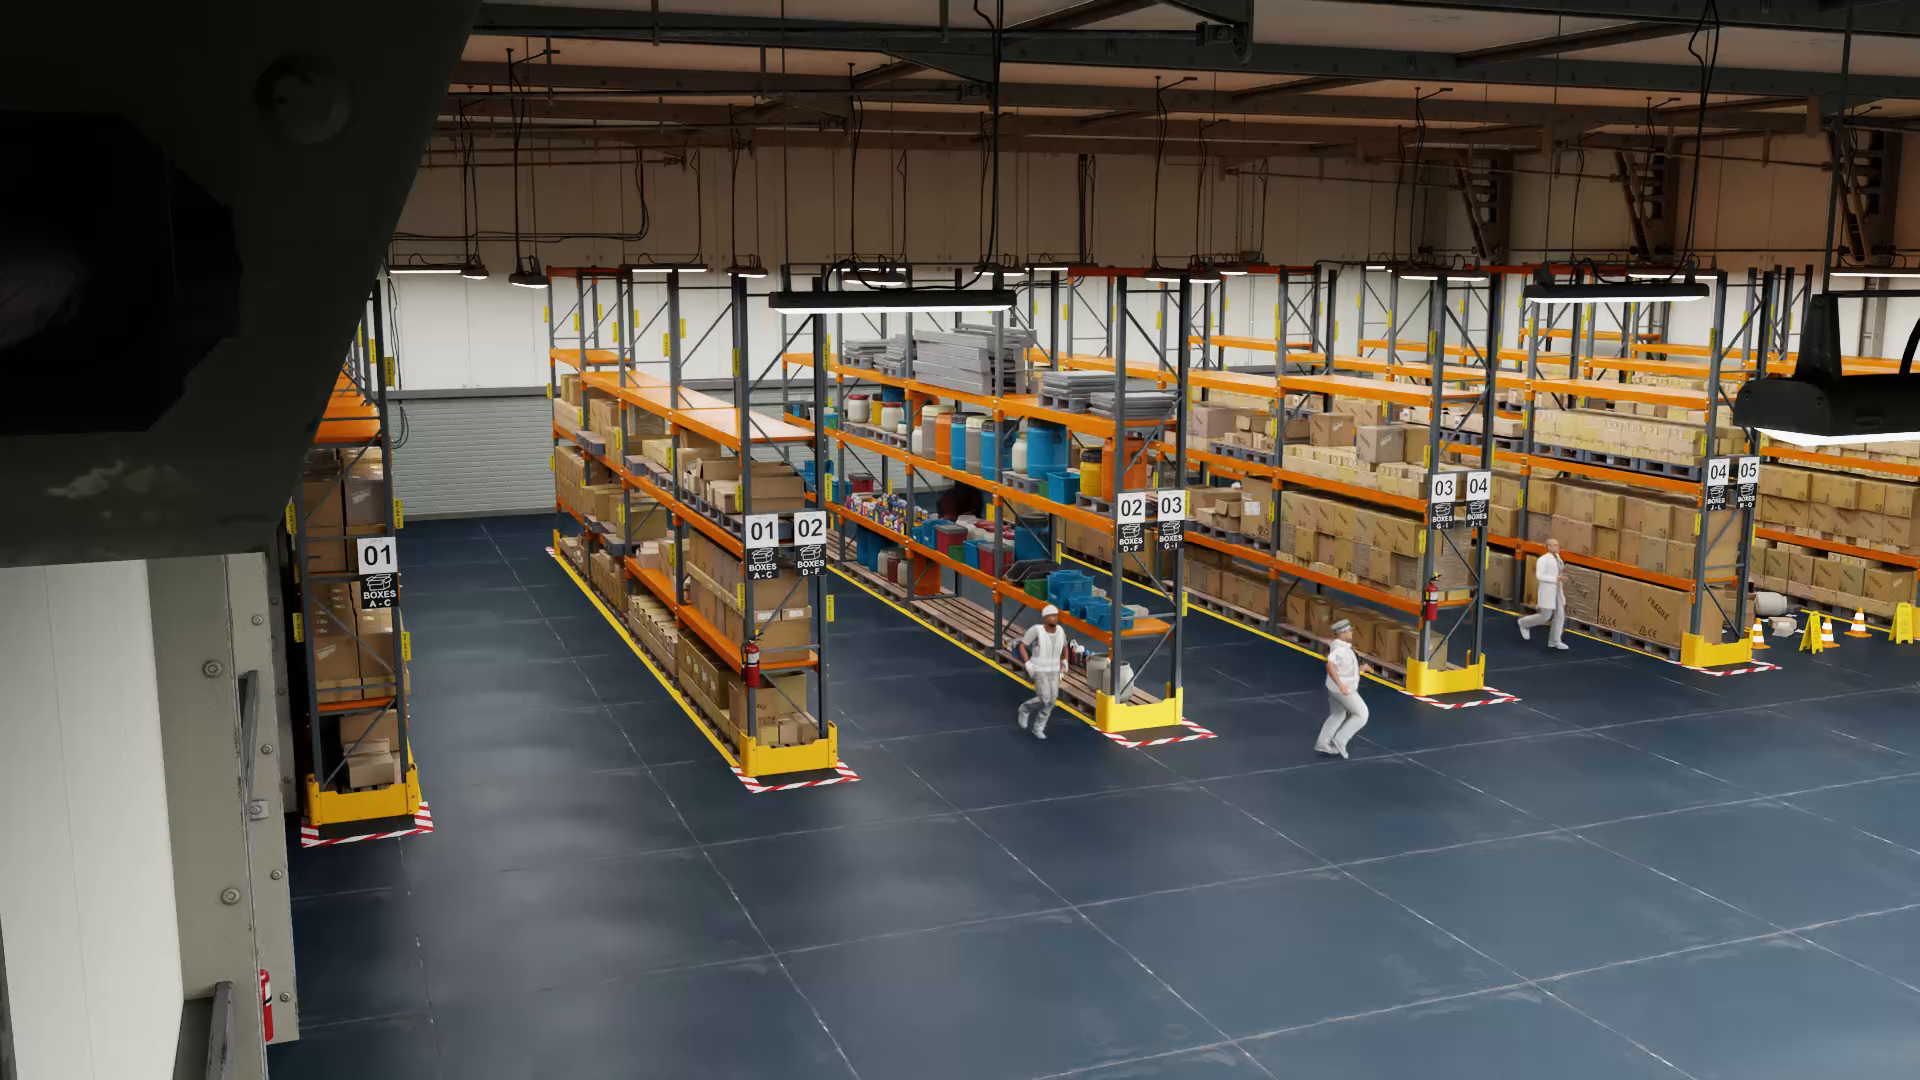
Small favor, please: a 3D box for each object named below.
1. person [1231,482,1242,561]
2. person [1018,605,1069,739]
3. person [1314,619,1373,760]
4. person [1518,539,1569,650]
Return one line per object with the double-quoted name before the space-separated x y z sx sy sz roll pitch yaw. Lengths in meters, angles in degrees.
"person" 5.490 -0.262 33.081 0.672 1.785 0.720 -6 11 -30
"person" 1.147 1.722 21.891 0.689 1.756 0.584 -7 12 -34
"person" 4.837 1.870 20.881 0.698 1.779 0.636 0 10 -1
"person" 9.435 0.837 26.721 0.716 1.753 0.901 -7 12 -37
